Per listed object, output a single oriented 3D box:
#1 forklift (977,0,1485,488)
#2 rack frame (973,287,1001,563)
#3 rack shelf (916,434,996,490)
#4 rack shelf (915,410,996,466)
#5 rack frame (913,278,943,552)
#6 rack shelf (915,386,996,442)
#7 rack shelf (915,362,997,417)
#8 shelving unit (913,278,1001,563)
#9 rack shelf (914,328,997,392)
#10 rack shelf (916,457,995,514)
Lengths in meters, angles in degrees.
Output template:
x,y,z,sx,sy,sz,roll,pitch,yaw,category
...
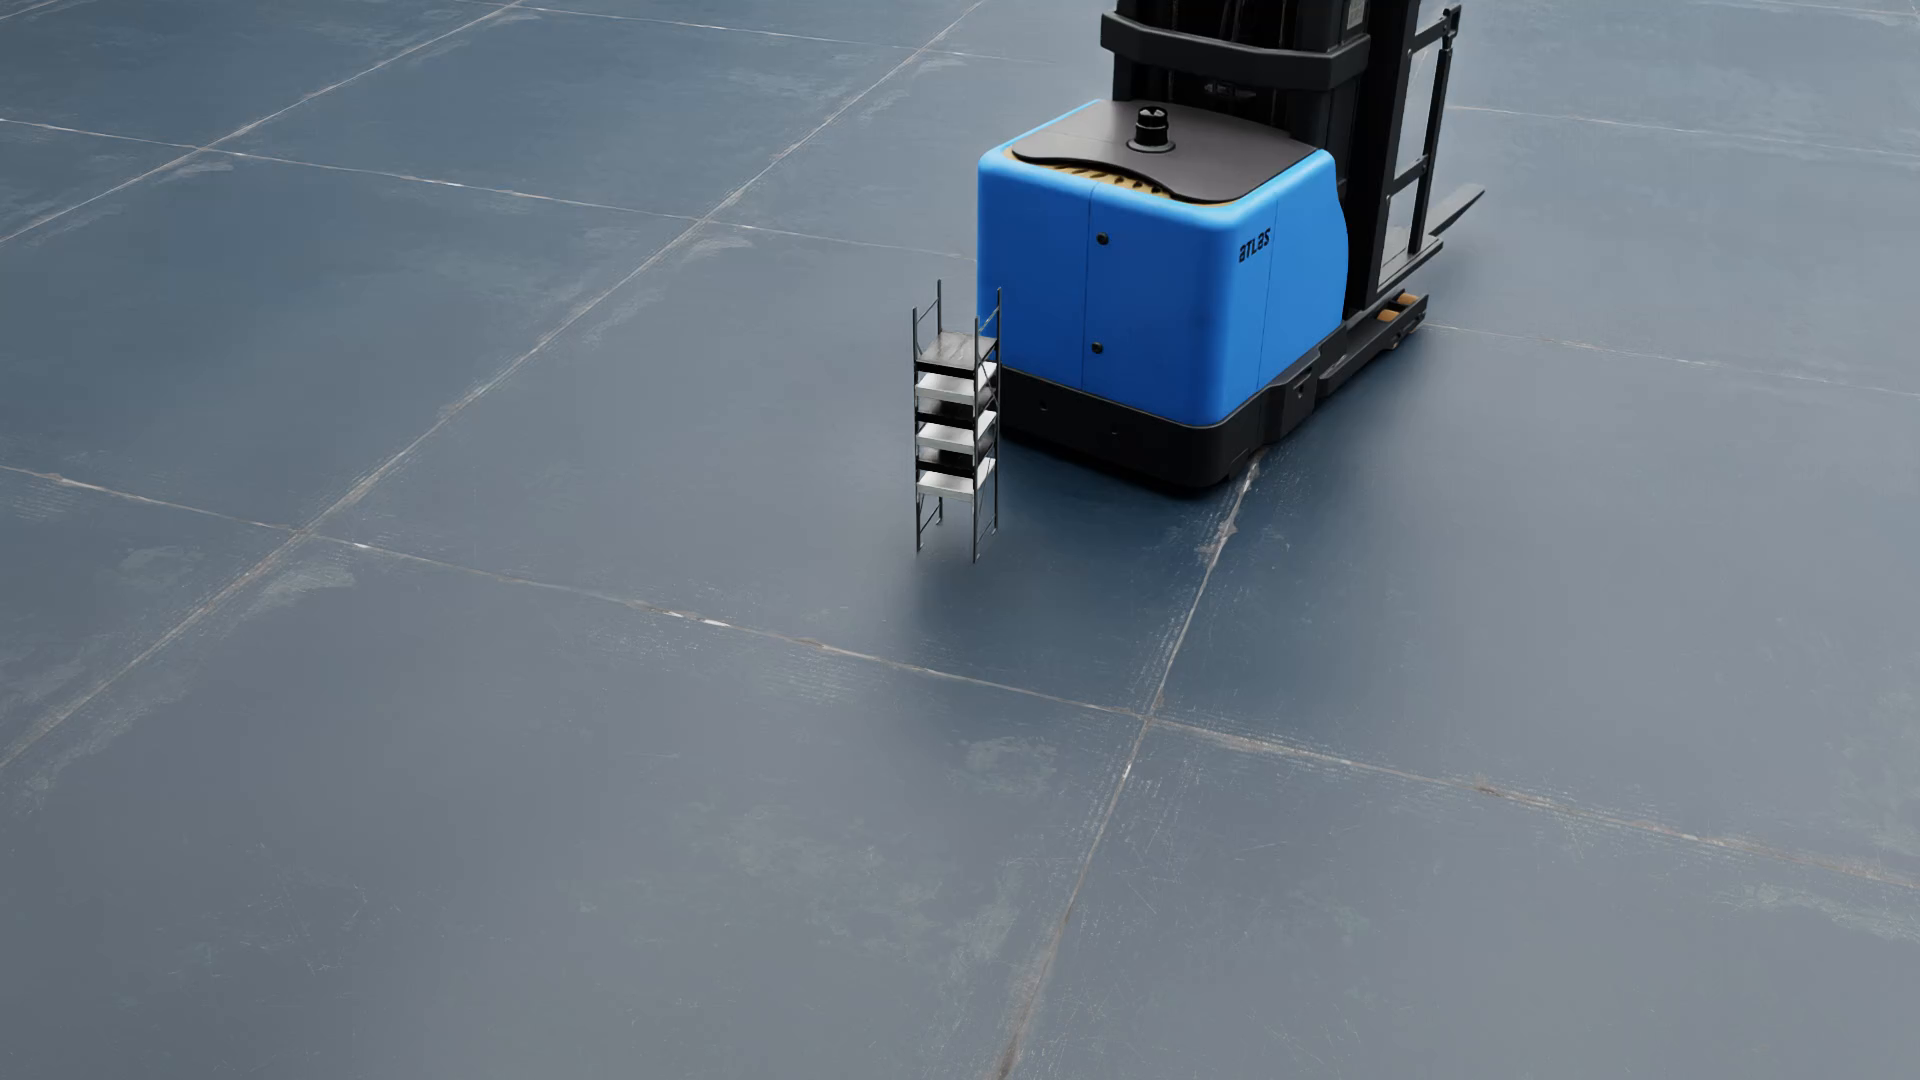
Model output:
x,y,z,sx,sy,sz,roll,pitch,yaw,category
1.321,-2.161,6.332,1.130,2.935,3.031,22,39,30,forklift
0.088,-0.361,5.416,0.006,0.900,0.240,11,34,16,rack frame
-0.008,-0.276,5.512,0.200,0.077,0.258,11,34,16,rack shelf
-0.008,-0.352,5.463,0.200,0.077,0.258,11,34,16,rack shelf
-0.103,-0.398,5.473,0.006,0.900,0.240,11,34,16,rack frame
-0.008,-0.427,5.414,0.200,0.077,0.258,11,34,16,rack shelf
-0.008,-0.503,5.365,0.200,0.077,0.258,11,34,16,rack shelf
-0.008,-0.380,5.445,0.210,0.900,0.258,11,34,16,shelving unit
-0.008,-0.578,5.316,0.200,0.077,0.258,11,34,16,rack shelf
-0.008,-0.200,5.560,0.200,0.077,0.258,11,34,16,rack shelf
